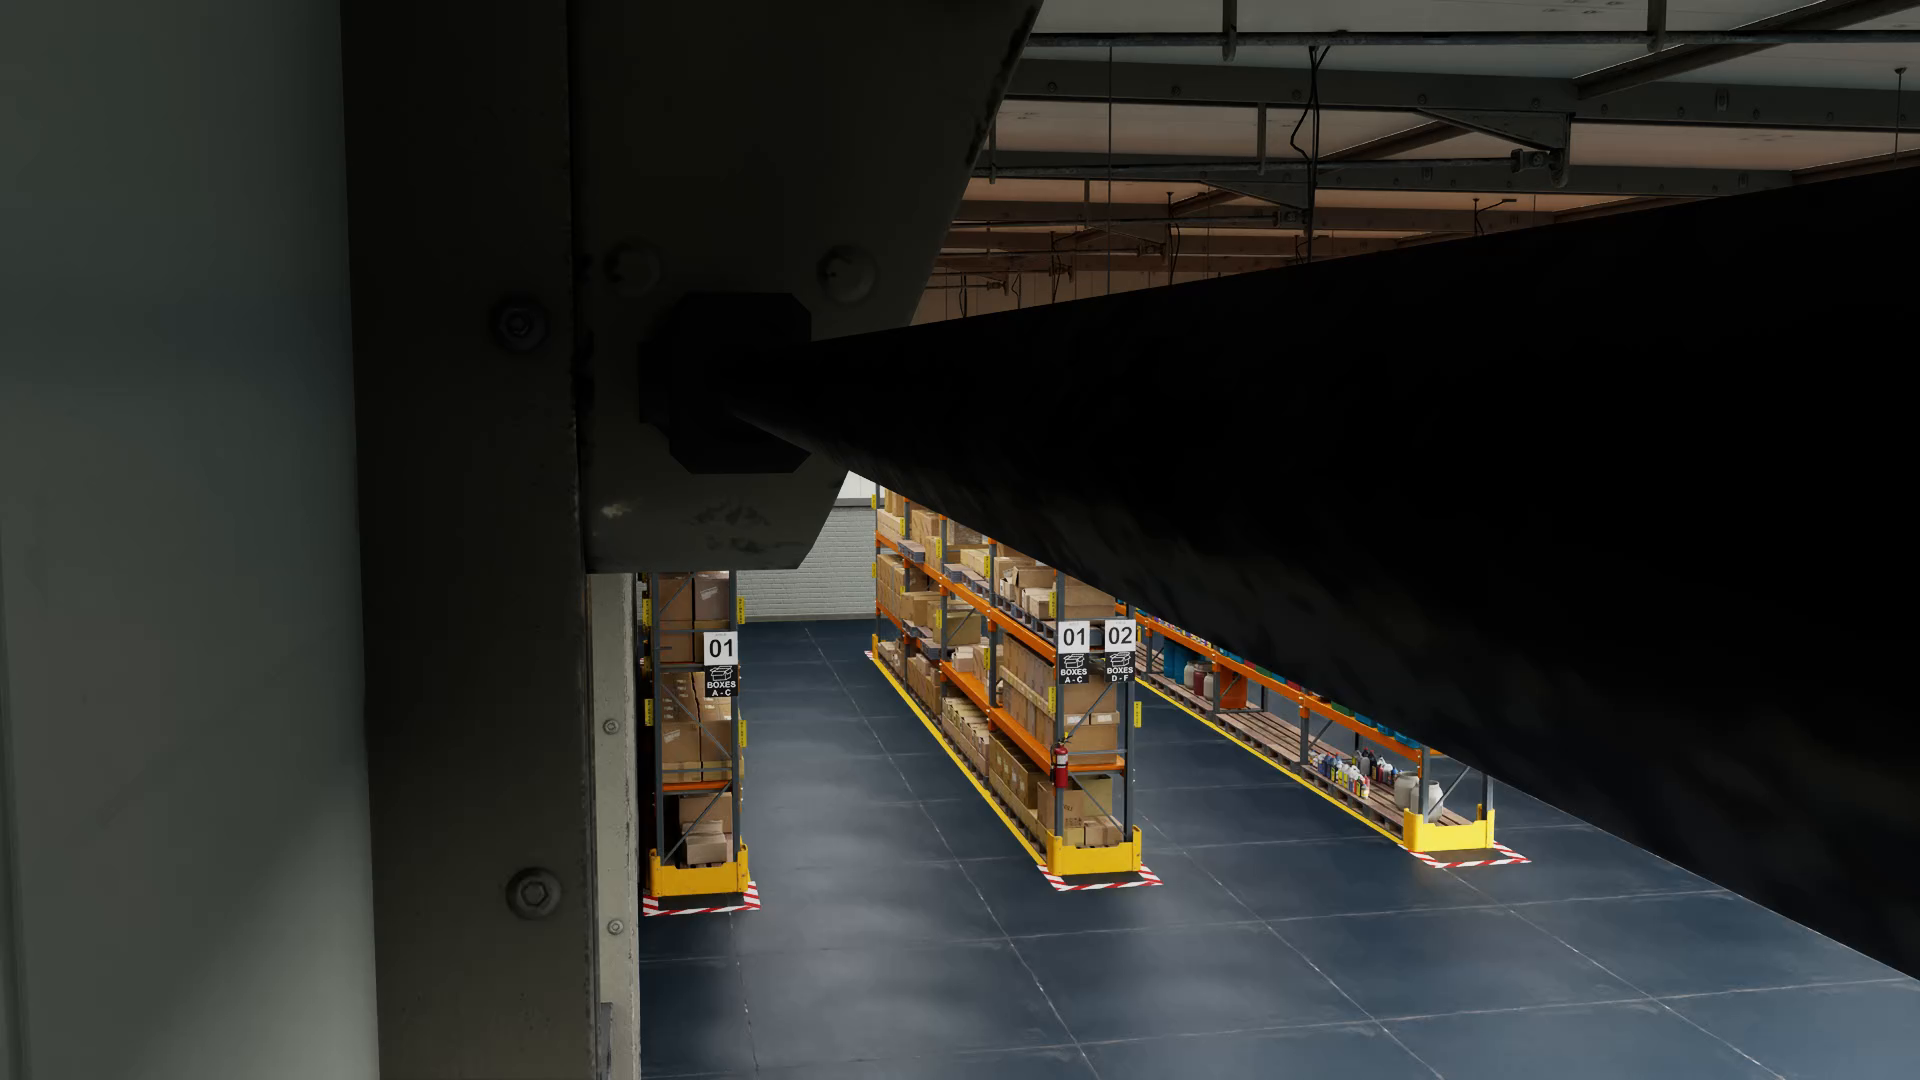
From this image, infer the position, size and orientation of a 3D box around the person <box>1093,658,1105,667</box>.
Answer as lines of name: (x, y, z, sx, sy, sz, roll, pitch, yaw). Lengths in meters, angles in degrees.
person: (2.495, 2.347, 30.340, 0.669, 1.787, 0.808, -3, 6, -24)
